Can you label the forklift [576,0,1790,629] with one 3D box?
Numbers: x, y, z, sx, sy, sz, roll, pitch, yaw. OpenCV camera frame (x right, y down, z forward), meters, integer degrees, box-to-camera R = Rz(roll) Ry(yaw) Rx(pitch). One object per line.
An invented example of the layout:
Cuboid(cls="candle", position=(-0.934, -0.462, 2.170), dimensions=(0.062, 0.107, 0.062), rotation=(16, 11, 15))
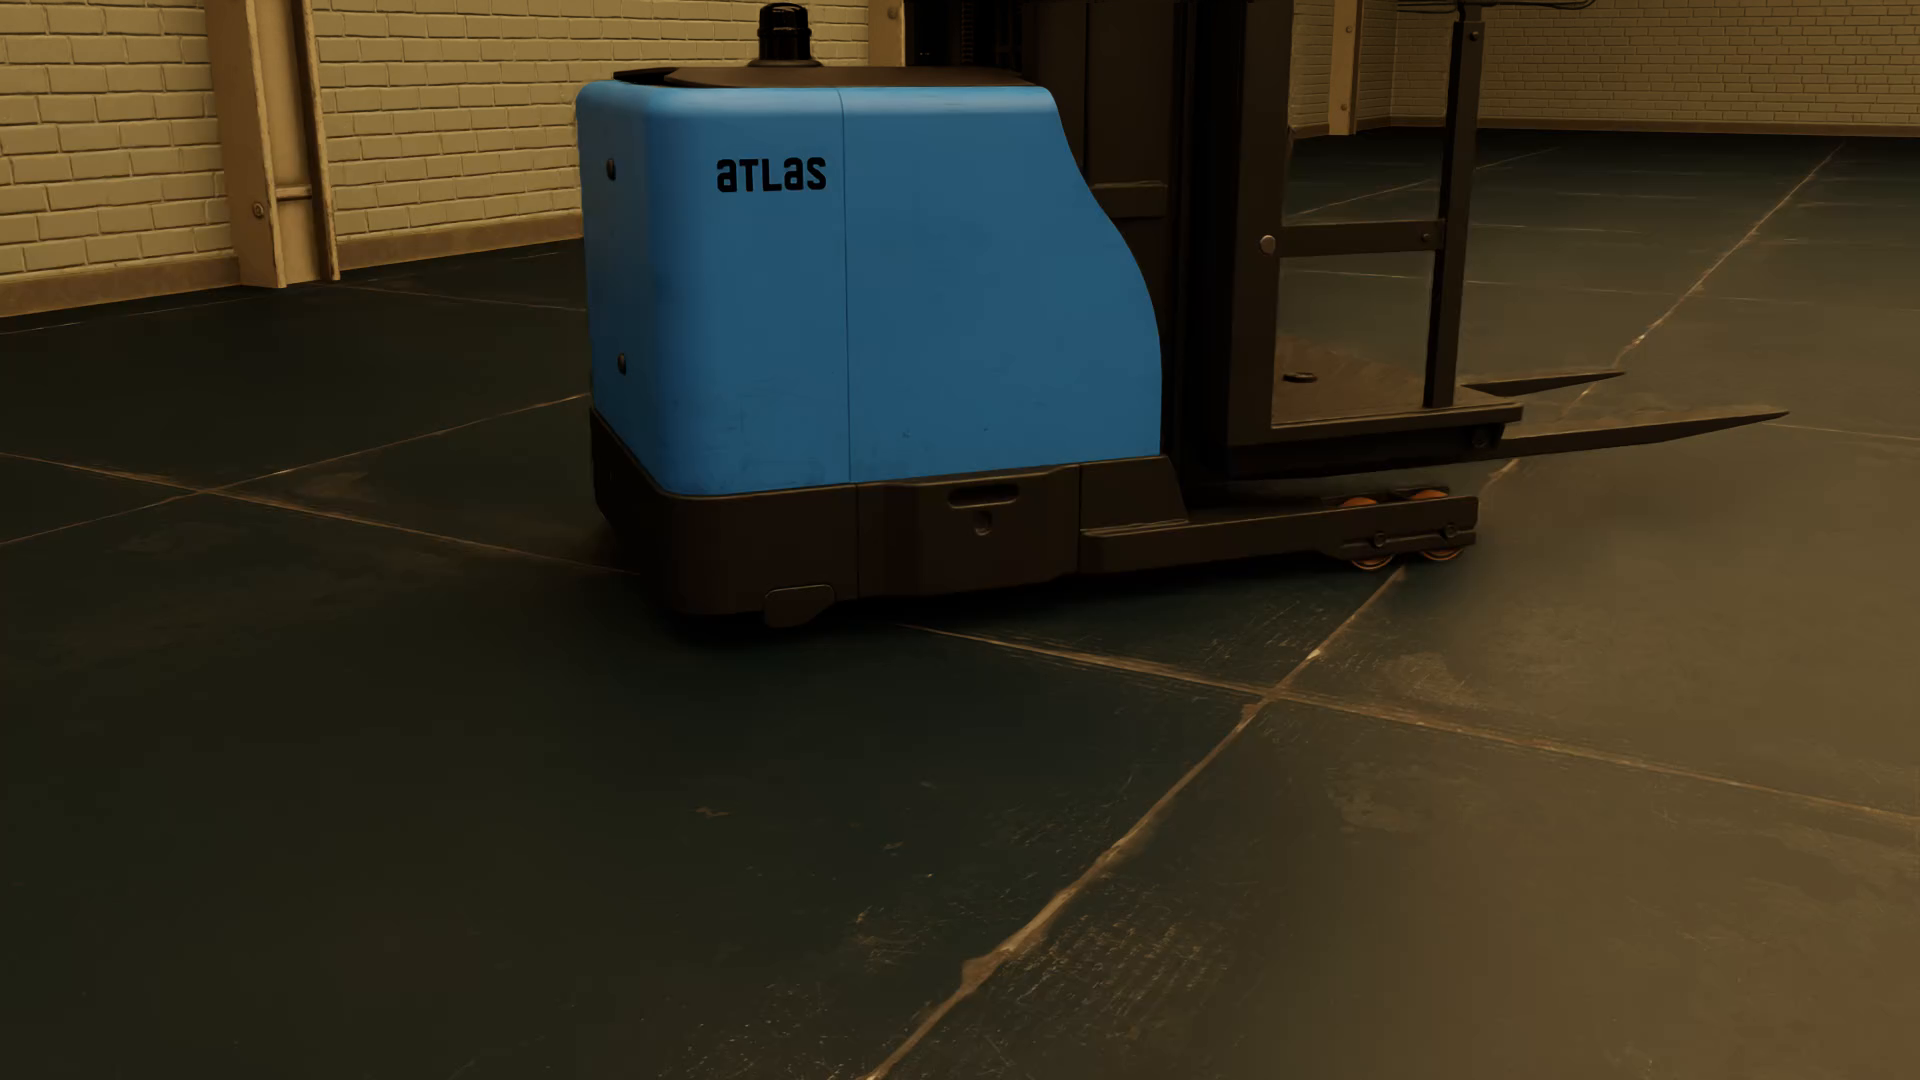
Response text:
Cuboid(cls="forklift", position=(0.669, -1.469, 3.839), dimensions=(3.031, 2.935, 1.130), rotation=(-6, 17, -20))
